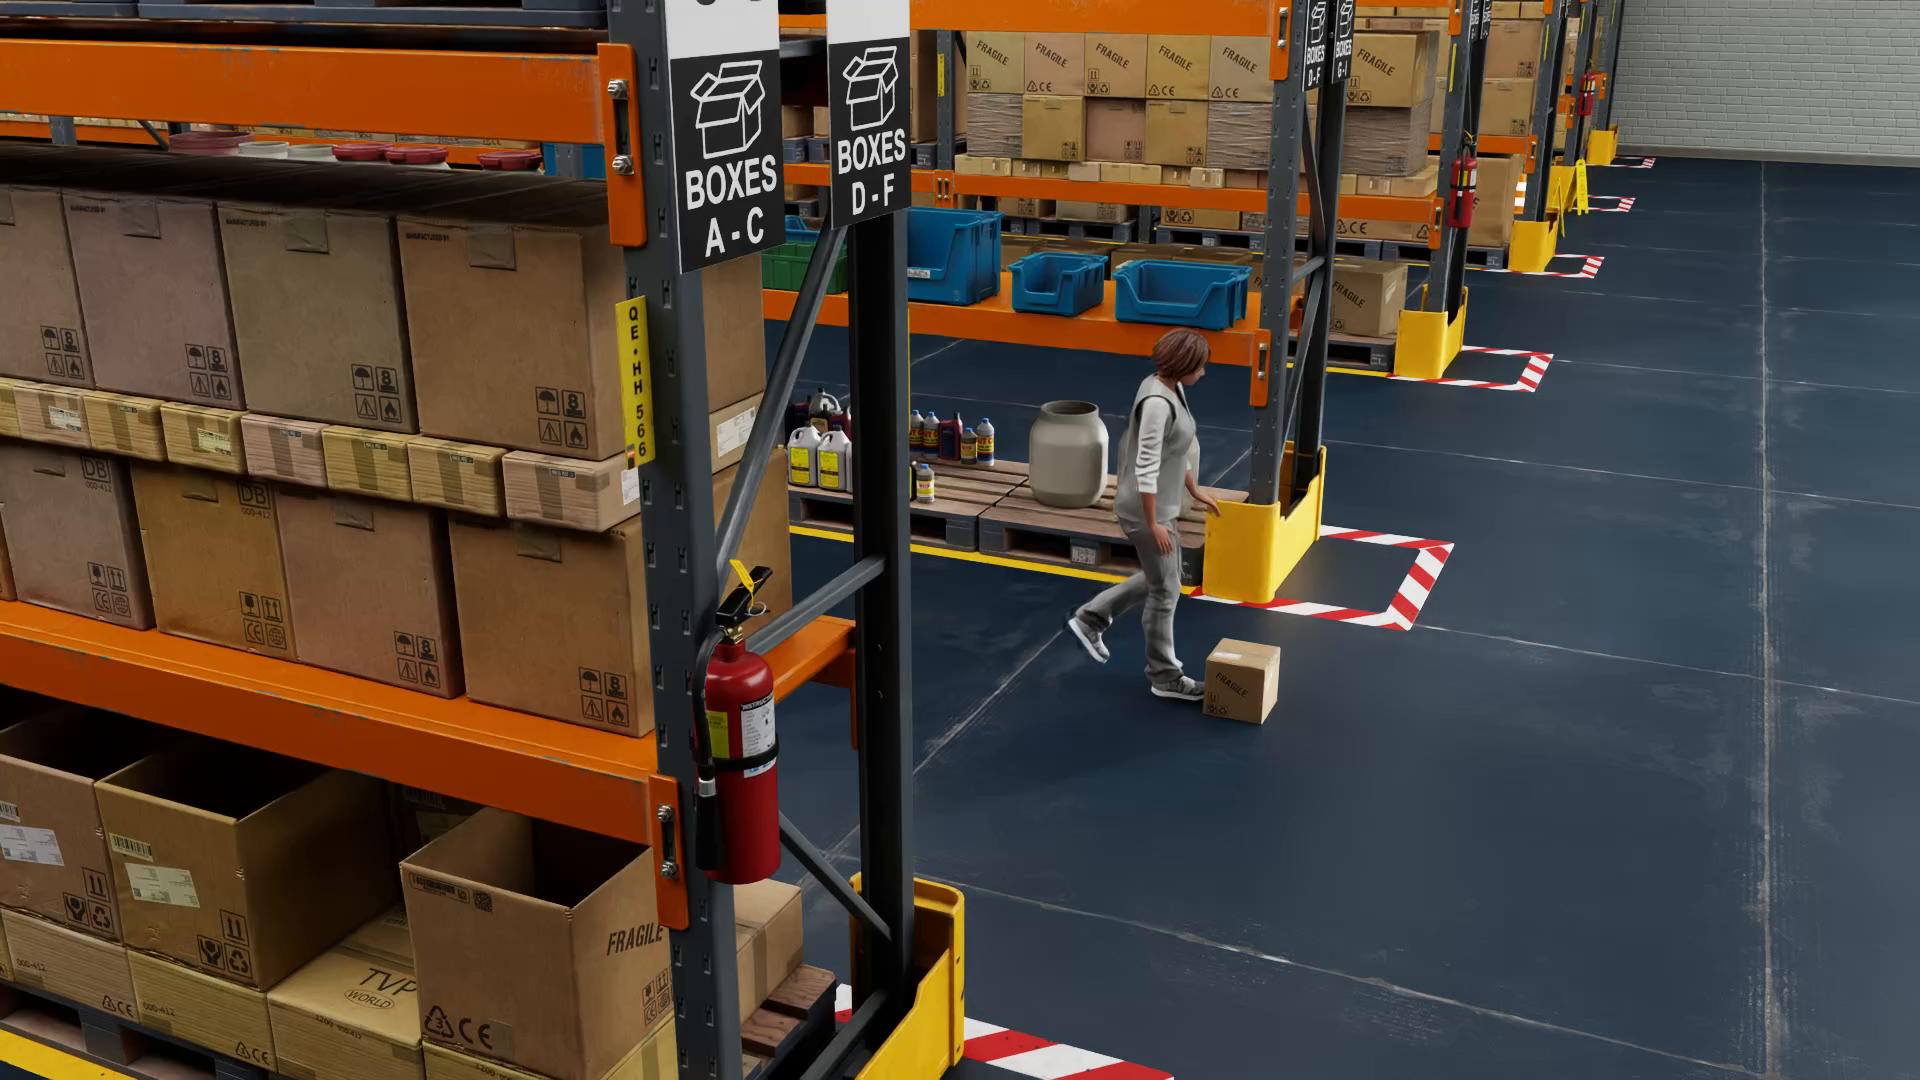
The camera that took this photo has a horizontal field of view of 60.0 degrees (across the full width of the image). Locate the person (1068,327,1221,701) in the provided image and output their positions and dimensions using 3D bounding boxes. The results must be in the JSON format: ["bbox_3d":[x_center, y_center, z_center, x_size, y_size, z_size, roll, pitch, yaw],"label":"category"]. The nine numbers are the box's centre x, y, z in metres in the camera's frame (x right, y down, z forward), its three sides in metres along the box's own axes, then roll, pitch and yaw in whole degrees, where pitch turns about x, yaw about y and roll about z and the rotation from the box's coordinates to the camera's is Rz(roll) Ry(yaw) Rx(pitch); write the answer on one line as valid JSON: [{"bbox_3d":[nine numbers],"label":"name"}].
[{"bbox_3d":[0.772,-0.105,6.866,0.641,1.573,0.419,3,20,9],"label":"person"}]
